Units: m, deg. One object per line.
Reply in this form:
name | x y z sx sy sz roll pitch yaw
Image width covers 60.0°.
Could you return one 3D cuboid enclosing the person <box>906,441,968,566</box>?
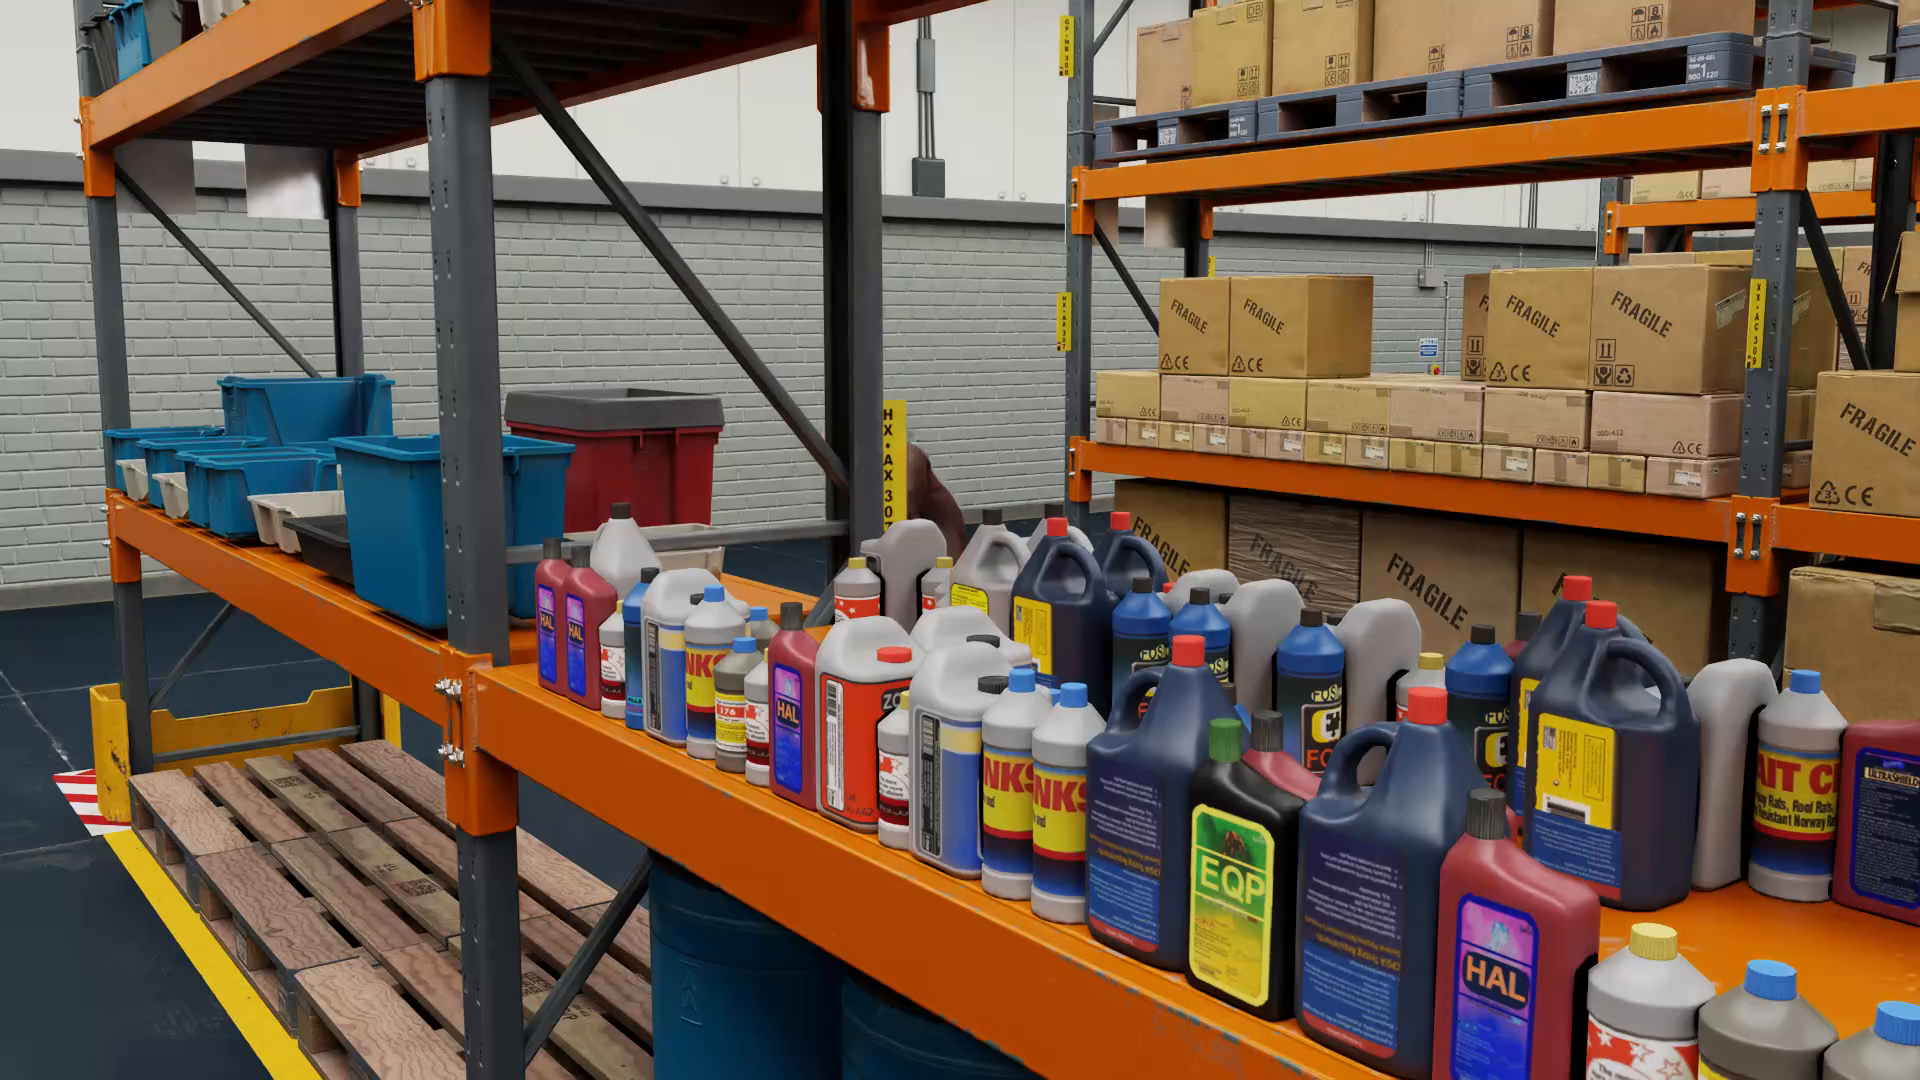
person | -0.295 0.200 7.967 0.697 1.490 0.543 -6 10 -37
